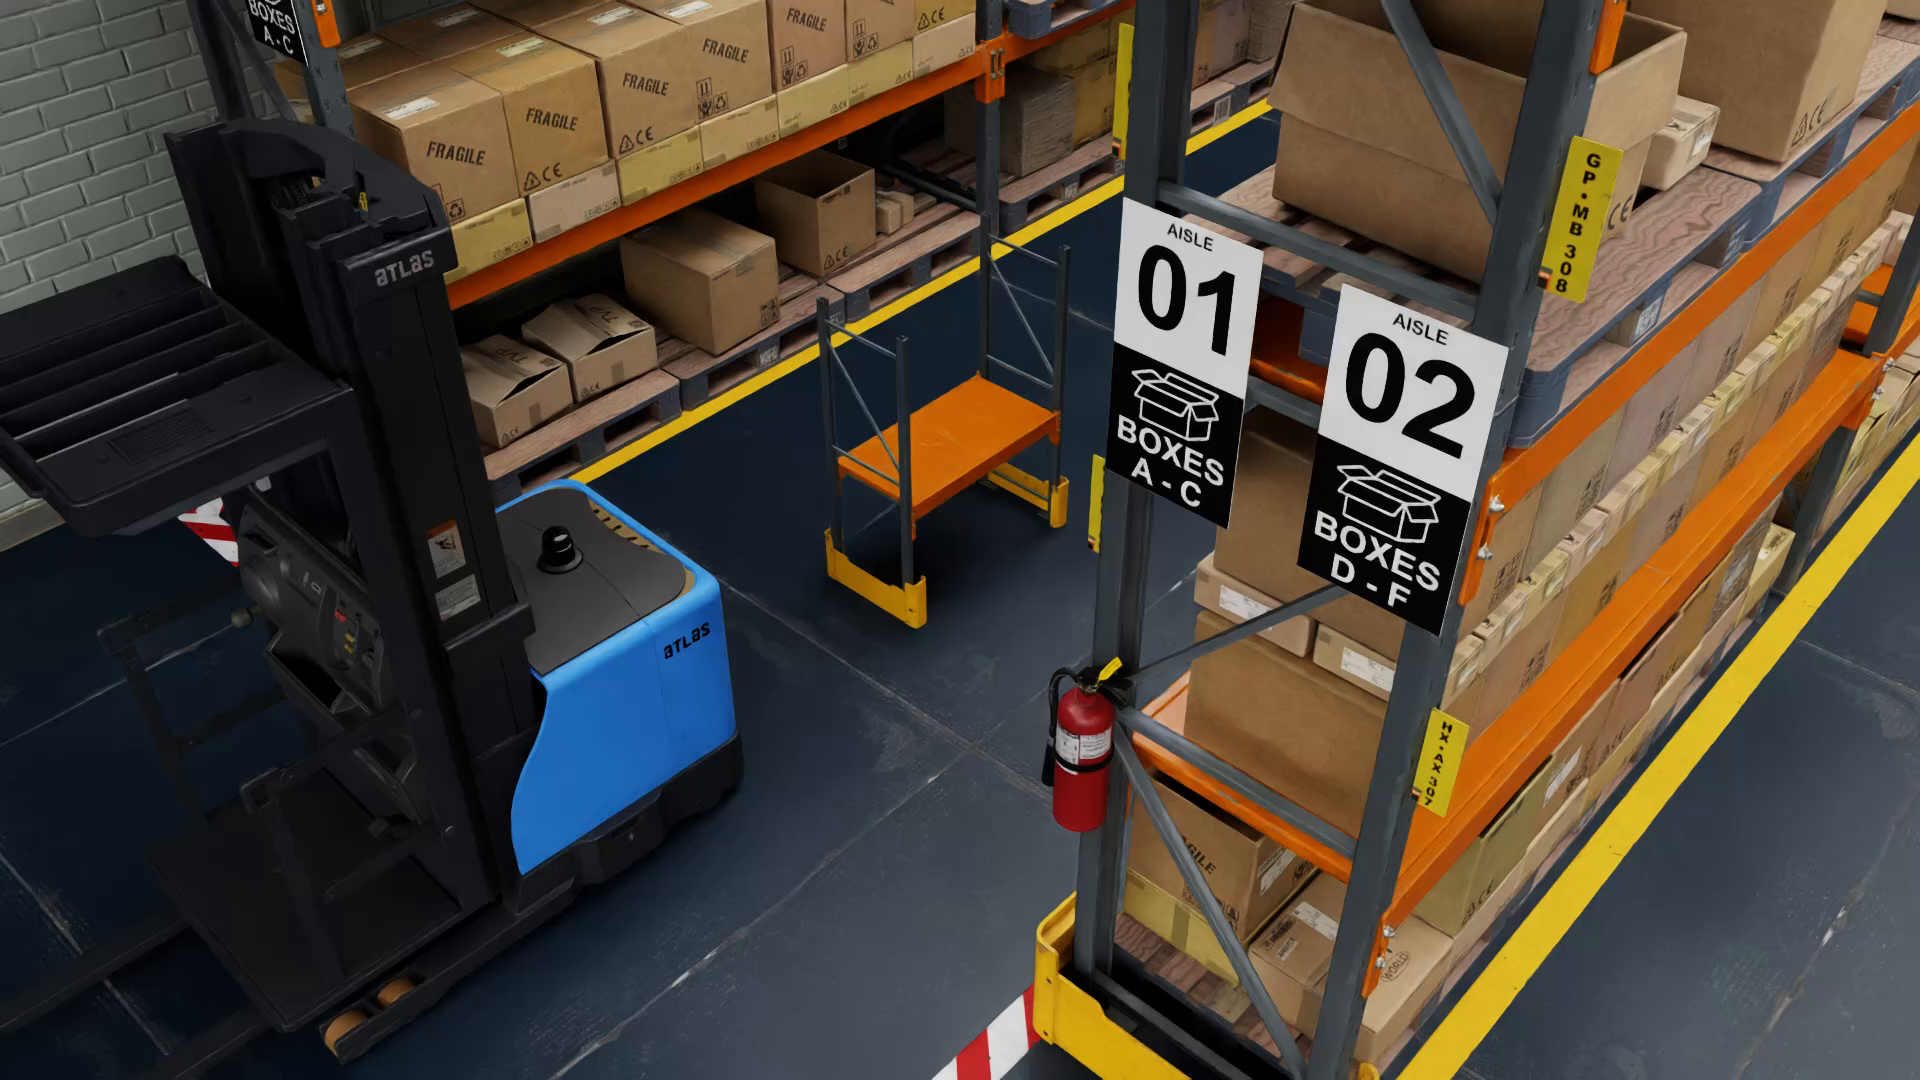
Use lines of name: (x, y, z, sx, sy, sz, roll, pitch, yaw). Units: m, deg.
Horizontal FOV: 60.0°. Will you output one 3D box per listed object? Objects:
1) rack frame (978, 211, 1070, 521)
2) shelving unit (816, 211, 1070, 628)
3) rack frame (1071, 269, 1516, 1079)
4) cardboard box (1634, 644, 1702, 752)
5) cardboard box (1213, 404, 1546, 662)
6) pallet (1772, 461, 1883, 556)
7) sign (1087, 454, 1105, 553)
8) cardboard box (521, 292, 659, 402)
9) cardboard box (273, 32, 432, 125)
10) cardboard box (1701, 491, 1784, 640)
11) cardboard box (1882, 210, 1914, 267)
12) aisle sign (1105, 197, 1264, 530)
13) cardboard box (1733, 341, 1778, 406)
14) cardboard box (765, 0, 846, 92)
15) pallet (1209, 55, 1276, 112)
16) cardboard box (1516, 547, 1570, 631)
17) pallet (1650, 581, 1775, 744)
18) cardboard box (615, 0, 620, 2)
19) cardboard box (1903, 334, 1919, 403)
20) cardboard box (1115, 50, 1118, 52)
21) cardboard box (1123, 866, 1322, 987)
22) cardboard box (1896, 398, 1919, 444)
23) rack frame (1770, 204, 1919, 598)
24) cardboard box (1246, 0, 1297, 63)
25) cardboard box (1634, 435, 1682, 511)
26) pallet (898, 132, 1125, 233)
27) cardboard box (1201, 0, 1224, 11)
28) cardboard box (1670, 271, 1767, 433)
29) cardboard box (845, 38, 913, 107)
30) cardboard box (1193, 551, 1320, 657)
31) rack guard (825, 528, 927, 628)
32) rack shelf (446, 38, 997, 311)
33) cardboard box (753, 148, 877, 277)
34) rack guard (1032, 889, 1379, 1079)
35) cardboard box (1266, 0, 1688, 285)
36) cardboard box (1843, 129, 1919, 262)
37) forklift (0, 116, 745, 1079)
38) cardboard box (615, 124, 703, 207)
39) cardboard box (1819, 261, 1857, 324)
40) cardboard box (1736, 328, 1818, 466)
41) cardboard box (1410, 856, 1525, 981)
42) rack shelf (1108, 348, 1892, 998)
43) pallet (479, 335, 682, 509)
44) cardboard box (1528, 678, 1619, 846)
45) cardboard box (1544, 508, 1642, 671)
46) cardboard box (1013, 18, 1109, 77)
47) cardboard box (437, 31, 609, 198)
rack frame: (0.285, -0.781, 7.811, 0.500, 1.500, 0.032, 30, 47, 32)
shelving unit: (-0.051, -0.552, 7.523, 0.587, 1.500, 1.083, 30, 47, 32)
rack frame: (0.793, 0.694, 4.751, 1.000, 3.000, 0.127, 30, 47, 32)
cardboard box: (2.669, 0.534, 6.823, 0.500, 0.250, 0.500, 30, 47, 32)
cardboard box: (1.153, -0.087, 4.610, 0.700, 0.500, 0.500, 30, 47, 32)
pallet: (3.960, -0.407, 8.376, 1.003, 0.211, 1.213, 30, 47, 32)
sign: (0.402, -0.086, 4.611, 0.100, 0.325, 0.005, 30, 47, 32)
cardboard box: (-1.948, -1.046, 8.746, 0.500, 0.311, 0.500, -30, 47, -32)
cardboard box: (-2.705, -1.933, 7.556, 0.500, 0.500, 0.500, 29, 47, 31)
cardboard box: (2.994, 0.004, 6.888, 0.500, 0.500, 0.500, 30, 47, 32)
cardboard box: (4.240, -1.367, 7.544, 0.380, 0.149, 0.250, 30, 47, 32)
aisle sign: (0.532, -0.417, 4.059, 0.394, 0.787, 0.004, 30, 47, 32)
cardboard box: (2.608, -0.639, 5.826, 0.380, 0.149, 0.250, 31, 48, 33)
cardboard box: (-0.939, -2.659, 8.470, 0.500, 0.500, 0.500, 28, 46, 31)
pallet: (2.003, -3.610, 12.404, 1.003, 0.211, 1.213, 30, 47, 32)
cardboard box: (1.562, 0.074, 4.928, 0.380, 0.149, 0.250, 30, 47, 32)
pallet: (2.924, 0.295, 7.493, 1.003, 0.211, 1.213, 30, 47, 32)
cardboard box: (-1.673, -2.631, 8.434, 0.500, 0.500, 0.500, 30, 47, 32)
cardboard box: (4.644, -1.003, 8.306, 0.500, 0.311, 0.500, 28, 46, 31)
cardboard box: (1.002, -3.237, 11.349, 0.700, 0.500, 0.500, 30, 47, 32)
cardboard box: (0.936, 1.235, 5.942, 0.500, 0.250, 0.500, 30, 47, 32)
cardboard box: (4.640, -0.787, 8.485, 0.500, 0.250, 0.500, 28, 46, 31)
rack frame: (3.491, -1.144, 7.062, 1.000, 3.000, 0.127, 30, 47, 32)
cardboard box: (2.084, -3.901, 12.184, 0.700, 0.500, 0.500, 30, 48, 32)
cardboard box: (2.084, -0.282, 5.376, 0.380, 0.149, 0.250, 29, 47, 31)
pallet: (0.356, -2.489, 10.994, 1.003, 0.211, 1.213, 30, 47, 32)
cardboard box: (1.653, -3.959, 11.655, 0.500, 0.250, 0.500, 31, 48, 33)
cardboard box: (2.181, -0.793, 5.497, 0.700, 0.500, 0.500, 30, 47, 32)
cardboard box: (-0.606, -2.601, 8.999, 0.500, 0.250, 0.500, 30, 47, 32)
cardboard box: (0.910, 0.145, 4.839, 0.380, 0.149, 0.250, 29, 47, 31)
rack guard: (-0.387, 0.166, 7.624, 0.587, 0.250, 0.087, 30, 47, 32)
rack shelf: (-1.517, -2.022, 8.744, 1.077, 0.370, 4.000, 30, 47, 32)
cardboard box: (-0.838, -1.922, 9.696, 0.500, 0.500, 0.500, 26, 45, 29)
rack guard: (0.777, 1.683, 5.515, 1.175, 0.500, 0.348, 30, 47, 32)
cardboard box: (1.184, -1.002, 3.941, 0.637, 0.503, 0.797, -31, 48, -33)
cardboard box: (3.197, -1.484, 6.367, 0.700, 0.500, 0.500, 30, 47, 32)
forklift: (-2.264, 0.287, 5.318, 1.130, 2.935, 3.031, 31, 48, 33)
cardboard box: (-1.615, -1.901, 8.118, 0.500, 0.250, 0.500, 29, 47, 31)
cardboard box: (3.123, -0.988, 6.264, 0.380, 0.149, 0.250, 28, 46, 31)
cardboard box: (2.846, -0.731, 6.463, 0.700, 0.500, 0.500, 29, 47, 31)
cardboard box: (1.653, 1.221, 5.959, 0.500, 0.250, 0.500, 30, 47, 32)
rack shelf: (2.142, 0.057, 6.130, 1.077, 0.370, 4.000, 30, 47, 32)
pallet: (-2.241, -0.686, 8.727, 1.003, 0.211, 1.213, 30, 47, 32)
cardboard box: (1.982, 0.694, 6.021, 0.500, 0.500, 0.500, 30, 47, 32)
cardboard box: (1.807, -0.023, 5.573, 0.700, 0.500, 0.500, 30, 47, 32)
cardboard box: (0.611, -3.258, 10.774, 0.500, 0.250, 0.500, 29, 47, 31)
cardboard box: (-1.982, -1.943, 7.569, 0.500, 0.500, 0.500, 30, 47, 32)
